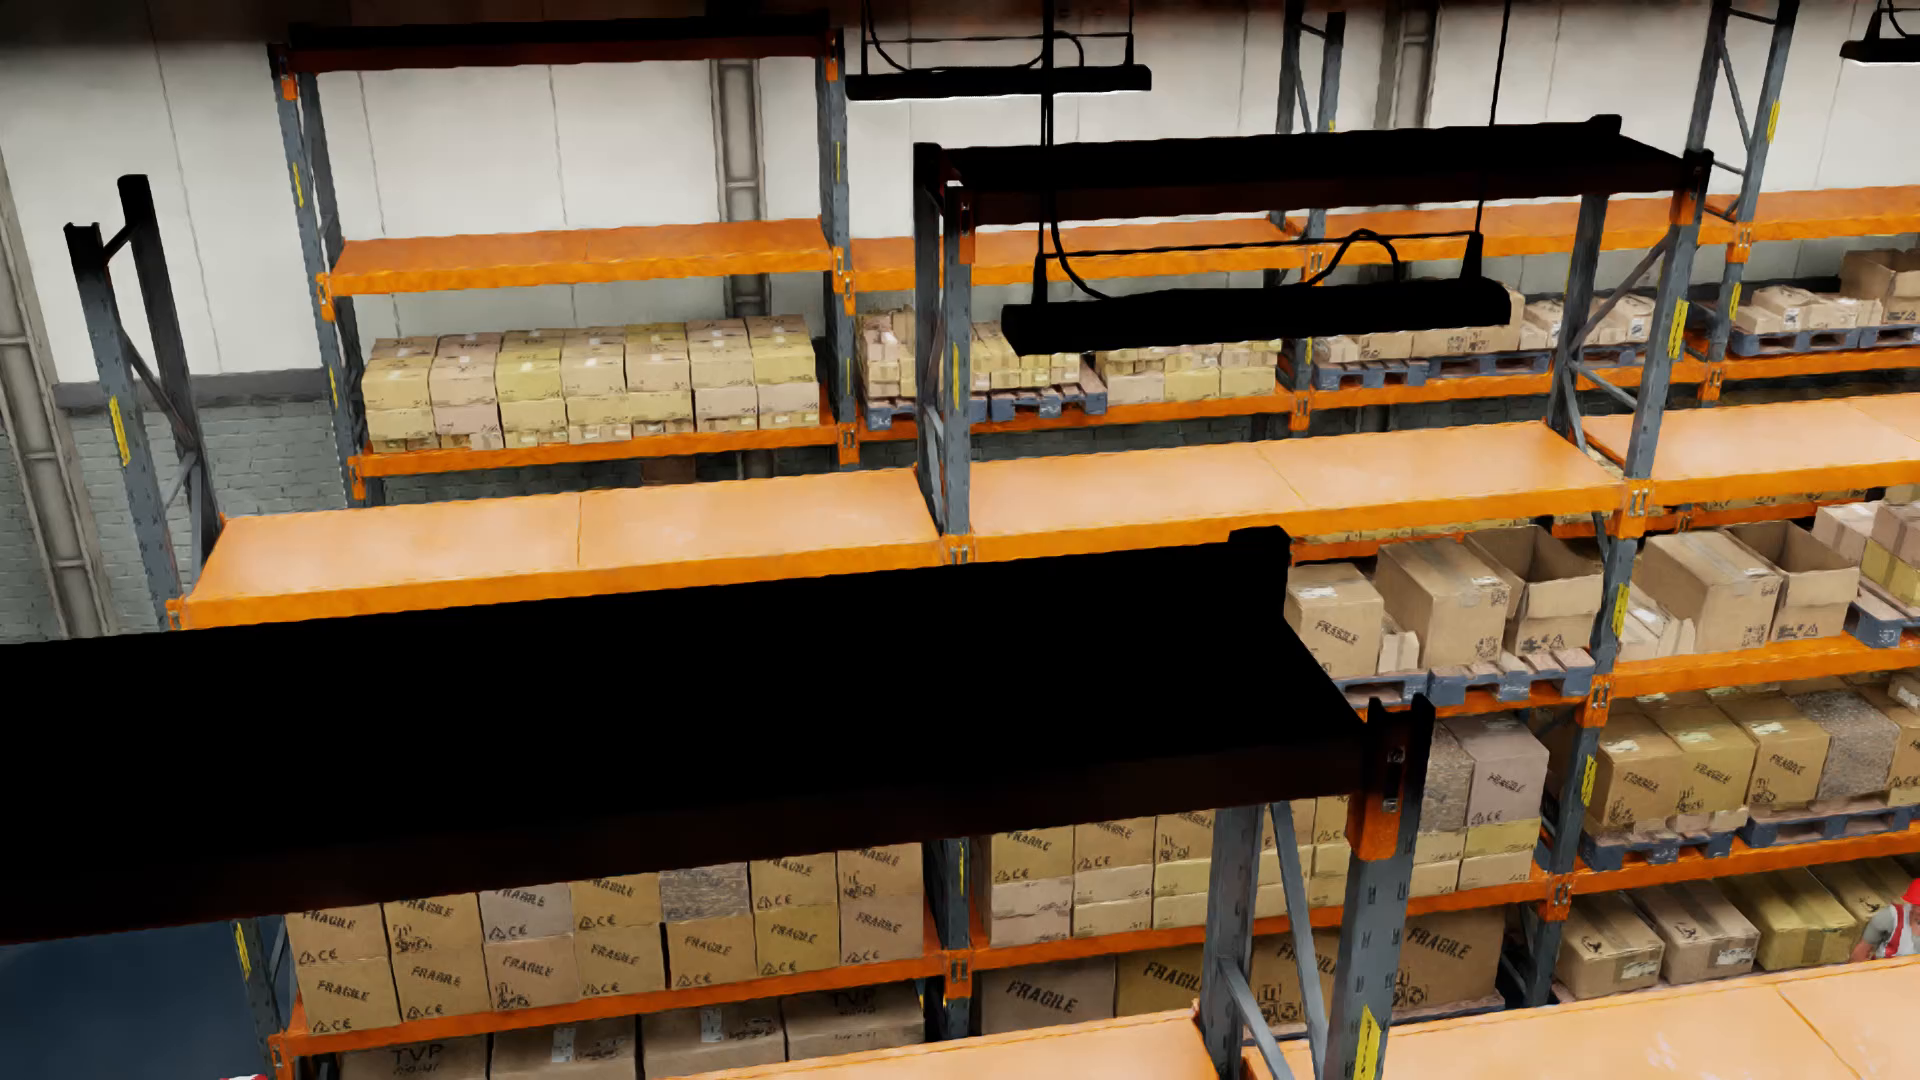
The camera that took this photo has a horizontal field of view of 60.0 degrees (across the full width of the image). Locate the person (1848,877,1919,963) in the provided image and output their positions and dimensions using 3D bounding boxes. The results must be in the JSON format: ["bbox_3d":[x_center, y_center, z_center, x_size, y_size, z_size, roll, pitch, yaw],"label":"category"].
[{"bbox_3d":[5.803,2.842,10.335,0.666,1.784,0.588,6,26,12],"label":"person"}]
